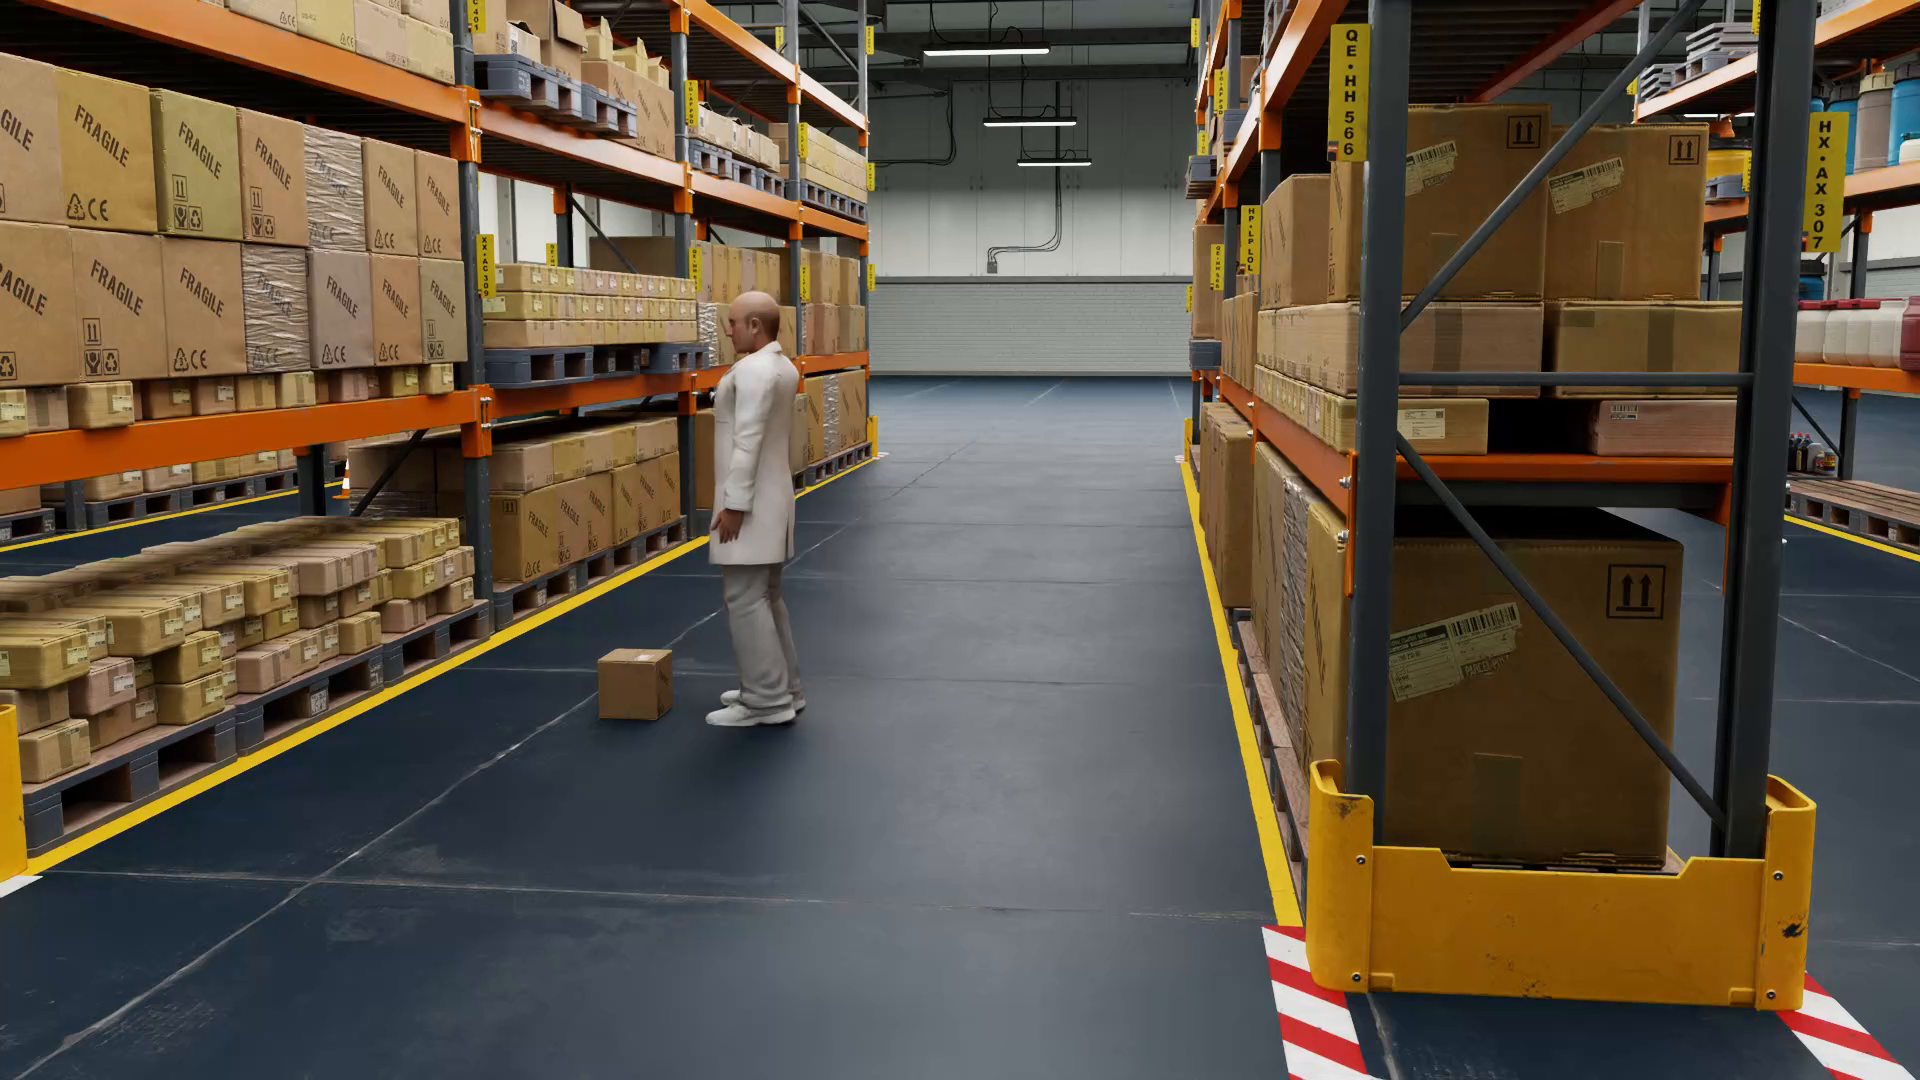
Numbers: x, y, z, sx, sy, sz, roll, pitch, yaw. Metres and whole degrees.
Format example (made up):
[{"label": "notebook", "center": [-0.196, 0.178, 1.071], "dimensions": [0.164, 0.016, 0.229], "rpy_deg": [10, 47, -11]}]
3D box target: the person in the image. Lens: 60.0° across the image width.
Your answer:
[{"label": "person", "center": [-0.860, -0.125, 6.886], "dimensions": [0.389, 1.790, 0.562], "rpy_deg": [1, 7, 7]}]
